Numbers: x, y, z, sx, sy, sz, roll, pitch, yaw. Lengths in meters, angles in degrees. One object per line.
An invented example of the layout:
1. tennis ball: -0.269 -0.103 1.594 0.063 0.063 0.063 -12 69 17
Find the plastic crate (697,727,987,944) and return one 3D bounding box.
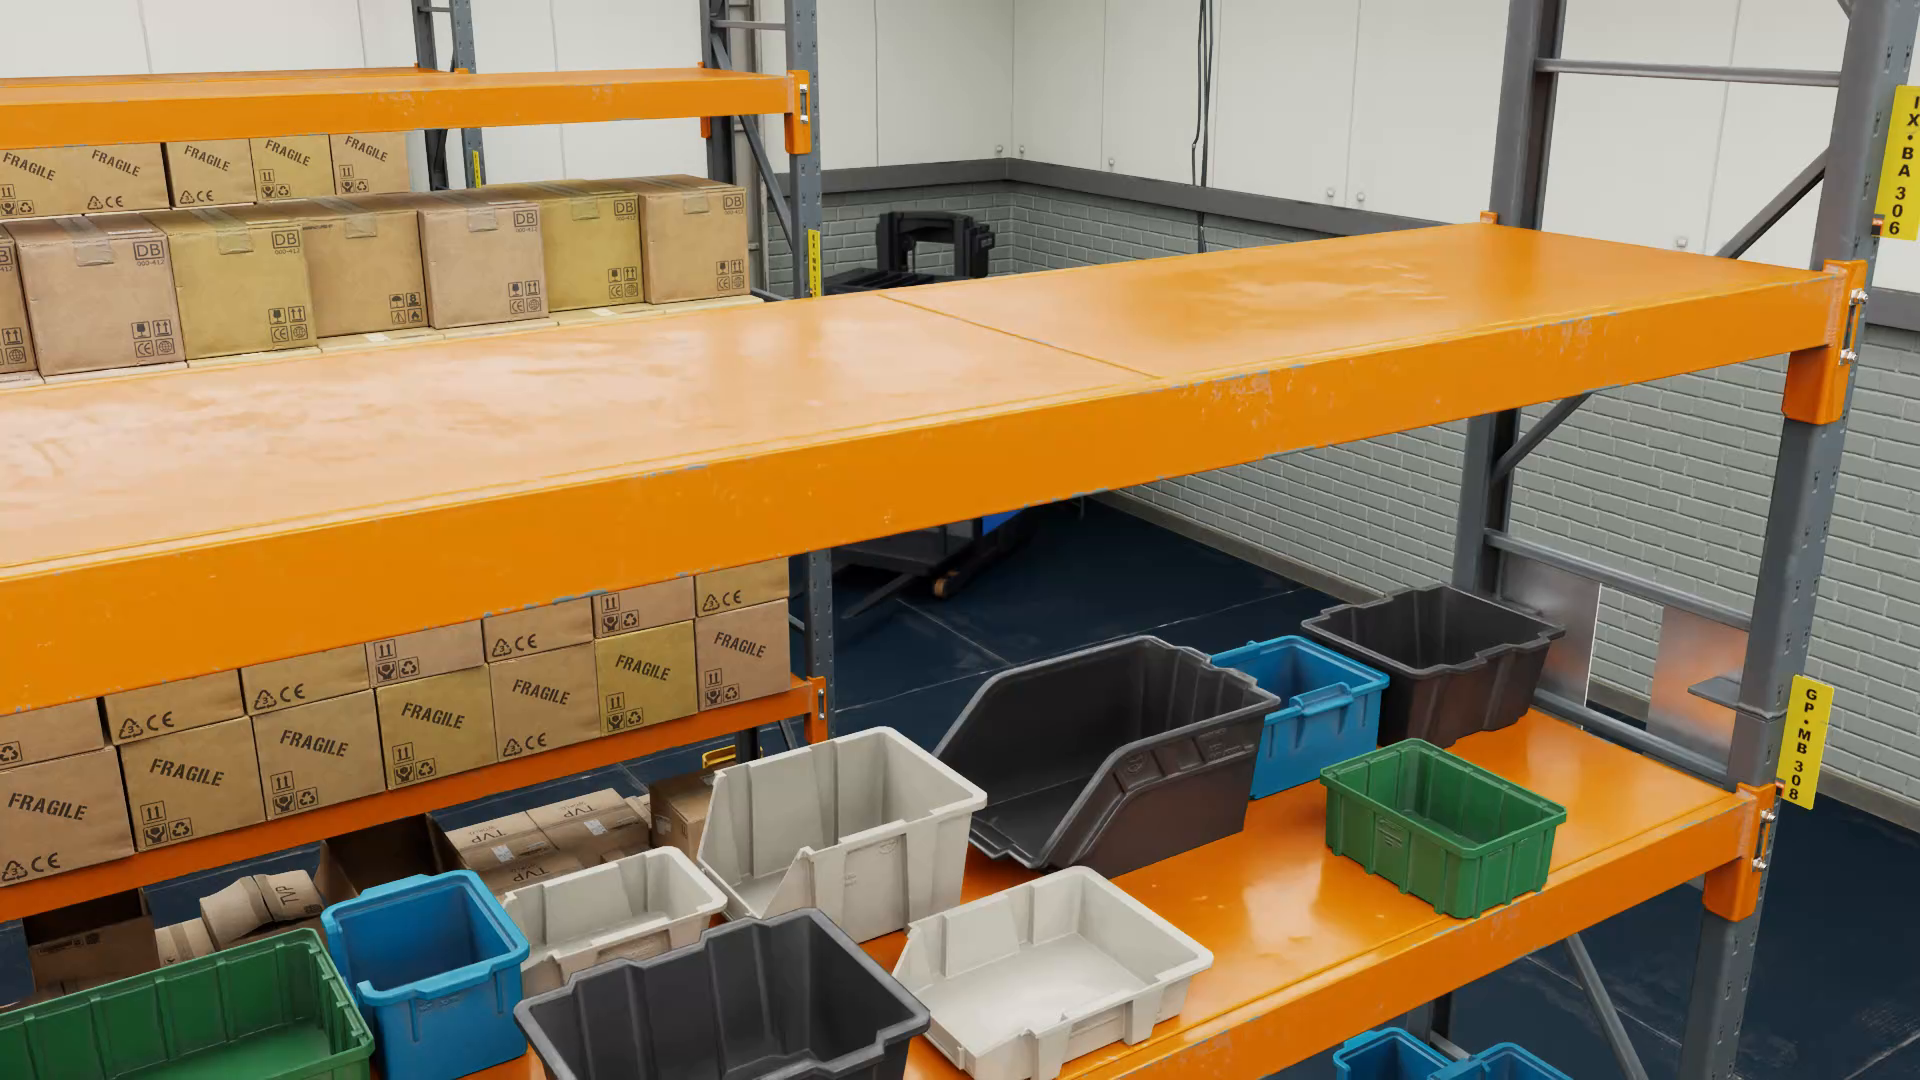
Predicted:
1. plastic crate: -0.271 0.666 3.593 0.530 0.282 0.437 -12 22 -31

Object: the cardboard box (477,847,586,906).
1. cardboard box: -2.100 1.813 8.306 0.500 0.250 0.500 -12 22 -31

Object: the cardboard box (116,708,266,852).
1. cardboard box: -3.311 0.947 7.105 0.500 0.500 0.500 -11 22 -30

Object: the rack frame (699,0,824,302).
1. rack frame: -0.971 -2.445 7.925 0.127 3.000 1.000 -12 22 -31

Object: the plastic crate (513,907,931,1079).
1. plastic crate: -0.403 0.923 2.852 0.590 0.269 0.497 -12 22 -31

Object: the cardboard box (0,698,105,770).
1. cardboard box: -3.764 0.573 6.648 0.500 0.500 0.500 -11 22 -30

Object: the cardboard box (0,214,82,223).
1. cardboard box: -5.884 -1.956 10.585 0.500 0.250 0.500 -12 22 -33

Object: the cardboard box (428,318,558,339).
1. cardboard box: -2.097 -0.855 7.362 0.500 0.250 0.500 -12 22 -31

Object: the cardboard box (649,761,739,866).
1. cardboard box: -1.290 1.535 8.737 0.500 0.500 0.500 -12 22 -31

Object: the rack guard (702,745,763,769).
1. rack guard: -1.035 1.595 9.246 0.348 0.500 1.175 -12 22 -31

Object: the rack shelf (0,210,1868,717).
1. rack shelf: 0.079 -0.236 3.141 4.000 0.370 1.077 -12 22 -31

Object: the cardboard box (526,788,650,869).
1. cardboard box: -1.999 1.600 8.936 0.500 0.250 0.500 -12 22 -31

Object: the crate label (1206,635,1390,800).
1. crate label: 0.802 0.449 4.283 0.502 0.251 0.408 -12 22 -31

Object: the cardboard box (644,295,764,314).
1. cardboard box: -1.260 -1.031 7.880 0.500 0.250 0.500 -12 22 -31

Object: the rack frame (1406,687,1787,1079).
1. rack frame: 1.750 1.723 4.965 0.127 3.000 1.000 -12 22 -31

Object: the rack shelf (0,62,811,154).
1. rack shelf: -2.642 -1.750 6.999 4.000 0.370 1.077 -12 22 -31

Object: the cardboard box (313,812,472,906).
1. cardboard box: -2.746 1.744 8.114 0.637 0.503 0.797 -12 22 -31

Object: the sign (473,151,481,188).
1. sign: -3.412 -2.582 11.757 0.005 0.325 0.100 -12 22 -31

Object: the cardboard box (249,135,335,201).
1. cardboard box: -4.584 -2.591 11.294 0.500 0.500 0.500 -11 22 -30

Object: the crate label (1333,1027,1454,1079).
1. crate label: 1.363 1.729 5.114 0.303 0.233 0.416 -12 22 -31

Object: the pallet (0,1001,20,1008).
1. pallet: -3.738 2.302 7.605 1.213 0.211 1.003 -12 22 -31

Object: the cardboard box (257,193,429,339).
1. cardboard box: -2.683 -1.205 7.223 0.500 0.500 0.700 -12 22 -31

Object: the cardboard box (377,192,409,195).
1. cardboard box: -4.165 -2.323 11.672 0.500 0.250 0.500 -11 22 -30

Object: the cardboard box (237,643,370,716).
1. cardboard box: -2.904 0.392 7.185 0.500 0.500 0.500 -13 22 -33

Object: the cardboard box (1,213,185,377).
1. cardboard box: -3.431 -0.986 6.577 0.500 0.500 0.700 -12 22 -31

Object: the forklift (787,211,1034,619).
1. forklift: -0.457 -1.077 13.354 1.130 2.935 3.031 9 21 25

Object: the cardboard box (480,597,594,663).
1. cardboard box: -2.044 0.210 7.722 0.500 0.500 0.500 -11 22 -30

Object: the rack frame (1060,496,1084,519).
1. rack frame: 1.039 -0.967 15.263 0.023 1.500 0.400 -9 21 -26

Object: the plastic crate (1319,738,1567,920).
1. plastic crate: 1.083 0.652 3.778 0.336 0.188 0.450 -12 22 -31

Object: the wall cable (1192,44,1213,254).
1. wall cable: 1.221 -3.199 15.004 0.112 2.526 3.097 -12 22 -31

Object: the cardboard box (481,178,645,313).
1. cardboard box: -1.856 -1.384 7.755 0.500 0.500 0.700 -12 22 -31

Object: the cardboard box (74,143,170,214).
1. cardboard box: -5.455 -2.405 10.743 0.500 0.500 0.500 -12 22 -31

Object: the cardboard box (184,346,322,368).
1. cardboard box: -2.929 -0.678 6.835 0.500 0.250 0.500 -12 22 -31

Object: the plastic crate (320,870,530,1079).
1. plastic crate: -1.006 0.840 3.154 0.300 0.233 0.416 -12 22 -31

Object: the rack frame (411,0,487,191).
1. rack frame: -3.699 -3.769 11.842 0.127 3.000 1.000 -12 22 -31

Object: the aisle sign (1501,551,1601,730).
1. aisle sign: 1.647 0.399 4.821 0.004 0.787 0.394 -12 22 -31

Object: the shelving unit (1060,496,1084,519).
1. shelving unit: 0.714 -0.913 15.104 0.755 1.500 0.431 -9 21 -26

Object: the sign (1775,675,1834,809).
1. sign: 2.066 0.496 4.074 0.005 0.325 0.100 -12 22 -31

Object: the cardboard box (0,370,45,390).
1. cardboard box: -3.769 -0.504 6.322 0.500 0.250 0.500 -12 22 -31

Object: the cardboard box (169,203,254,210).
1. cardboard box: -5.031 -2.138 11.125 0.500 0.250 0.500 -13 22 -33

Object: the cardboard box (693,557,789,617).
1. cardboard box: -1.192 0.028 8.260 0.500 0.500 0.500 -12 22 -32

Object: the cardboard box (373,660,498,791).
1. cardboard box: -2.468 0.769 7.630 0.500 0.500 0.500 -12 22 -32

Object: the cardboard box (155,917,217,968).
1. cardboard box: -3.712 1.986 7.952 0.250 0.149 0.380 -12 22 -31

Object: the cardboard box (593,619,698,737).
1. cardboard box: -1.627 0.594 8.148 0.500 0.500 0.500 -12 22 -31
